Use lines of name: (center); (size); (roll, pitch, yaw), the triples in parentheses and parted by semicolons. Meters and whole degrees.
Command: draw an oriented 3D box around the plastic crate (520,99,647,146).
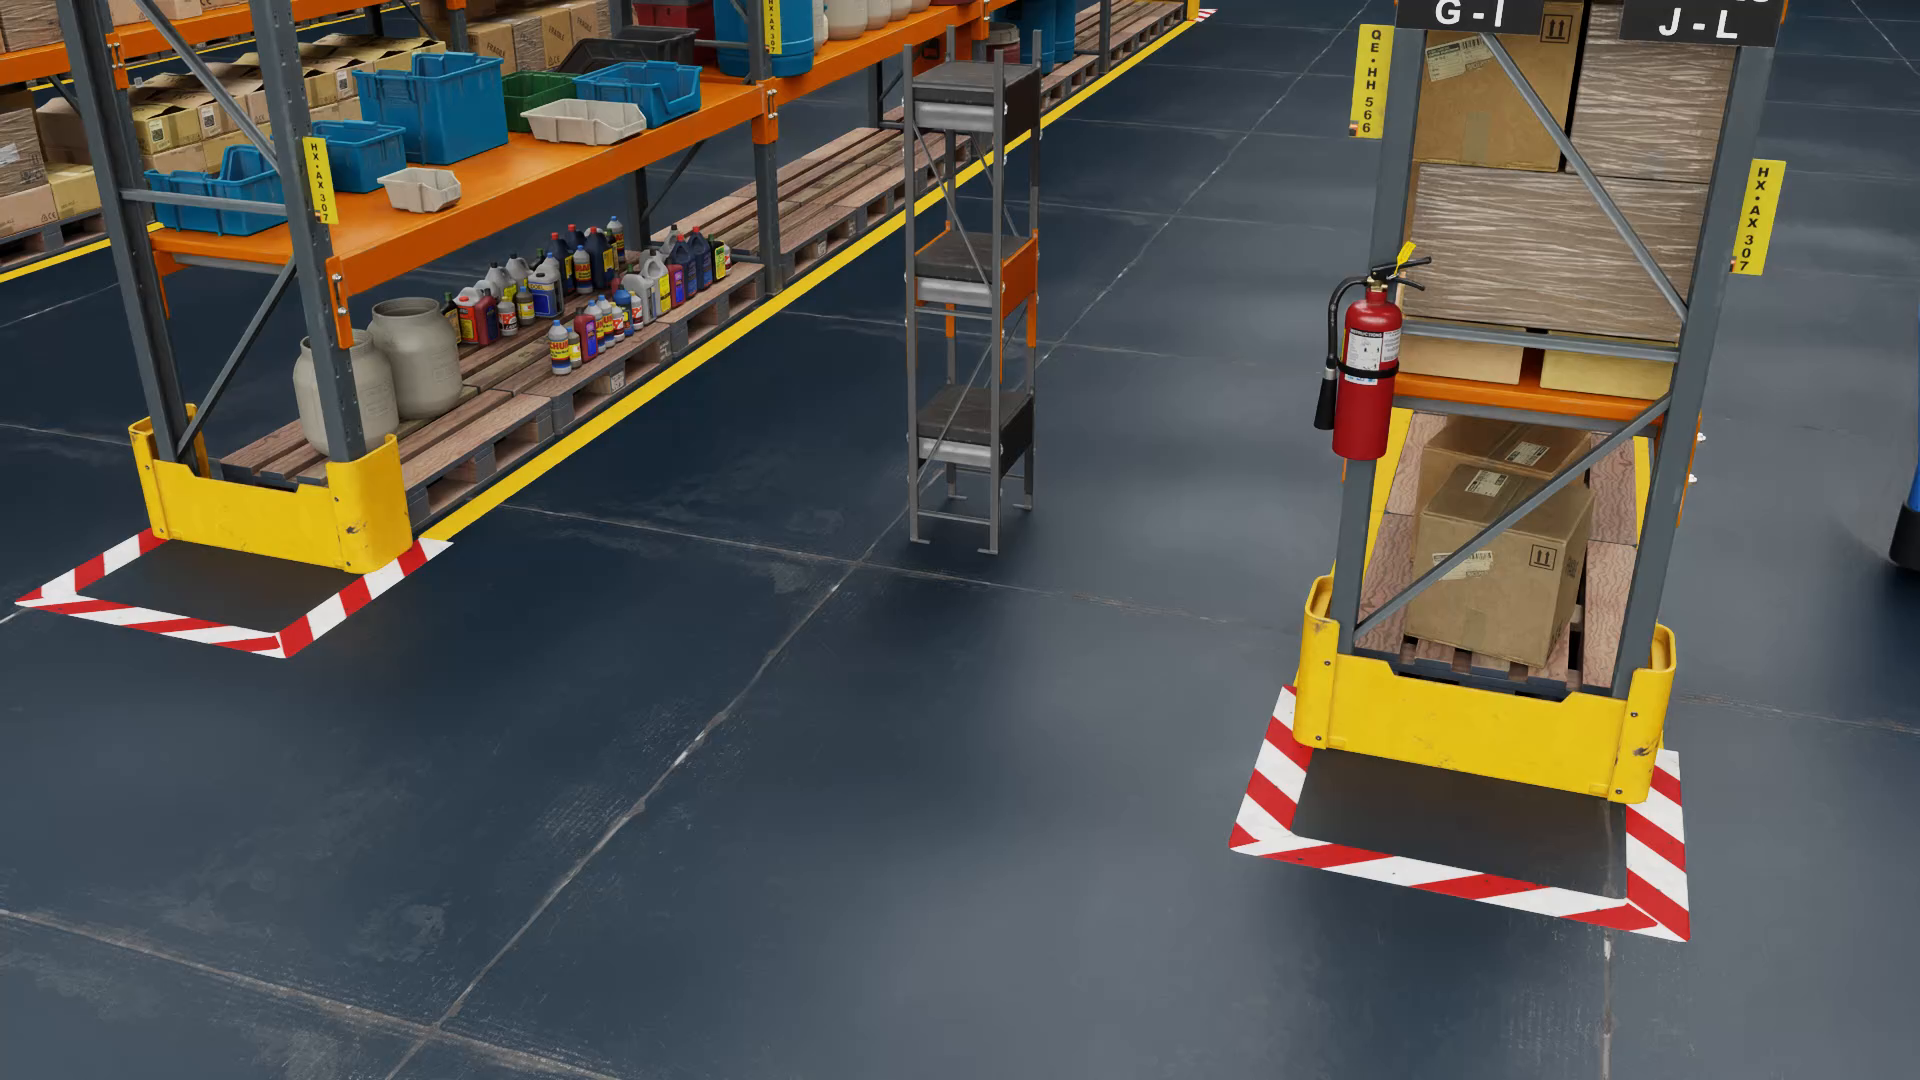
plastic crate: (-1.910, -2.138, 8.527); (0.530, 0.136, 0.437); (9, 27, 17)

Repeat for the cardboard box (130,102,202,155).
cardboard box: (-5.906, -3.018, 12.072); (0.500, 0.311, 0.500); (9, 27, 18)

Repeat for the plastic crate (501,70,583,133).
plastic crate: (-2.326, -2.349, 8.902); (0.450, 0.188, 0.662); (9, 27, 17)

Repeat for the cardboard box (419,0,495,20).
cardboard box: (-4.842, -5.177, 16.004); (0.500, 0.250, 0.500); (10, 28, 19)

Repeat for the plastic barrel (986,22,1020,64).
plastic barrel: (0.245, -4.376, 15.131); (0.600, 0.588, 0.708); (9, 27, 17)

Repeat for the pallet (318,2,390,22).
pallet: (-7.962, -6.731, 20.911); (1.003, 0.211, 1.213); (9, 27, 17)

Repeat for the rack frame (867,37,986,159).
rack frame: (-0.277, -4.605, 13.319); (1.000, 3.000, 0.127); (9, 27, 17)

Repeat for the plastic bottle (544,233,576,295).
plastic bottle: (-2.331, -1.618, 9.684); (0.144, 0.351, 0.185); (8, 27, 15)

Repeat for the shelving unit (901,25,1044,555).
shelving unit: (0.055, -1.013, 6.933); (0.431, 2.100, 0.503); (9, 27, 17)

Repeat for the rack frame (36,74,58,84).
rack frame: (-9.620, -6.042, 16.286); (1.000, 3.000, 0.127); (9, 27, 17)

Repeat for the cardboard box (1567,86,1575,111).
cardboard box: (2.201, -1.422, 6.289); (0.875, 0.500, 0.500); (9, 27, 17)

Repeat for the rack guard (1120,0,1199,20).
rack guard: (2.381, -6.779, 20.678); (1.175, 0.500, 0.348); (9, 27, 17)

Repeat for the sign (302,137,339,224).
sign: (-2.422, -1.360, 6.300); (0.100, 0.325, 0.005); (9, 27, 17)

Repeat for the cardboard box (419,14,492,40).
cardboard box: (-4.857, -4.816, 16.118); (0.500, 0.500, 0.500); (10, 28, 19)

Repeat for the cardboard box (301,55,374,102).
cardboard box: (-5.226, -3.856, 13.802); (0.500, 0.311, 0.500); (9, 27, 17)

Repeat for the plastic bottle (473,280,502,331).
plastic bottle: (-2.586, -1.264, 9.040); (0.152, 0.276, 0.135); (8, 27, 16)

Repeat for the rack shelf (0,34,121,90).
rack shelf: (-6.944, -2.535, 9.870); (1.077, 0.370, 4.000); (9, 27, 17)

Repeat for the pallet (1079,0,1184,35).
pallet: (2.074, -6.304, 20.028); (1.003, 0.211, 1.213); (9, 27, 17)

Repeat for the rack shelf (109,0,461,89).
rack shelf: (-5.612, -4.179, 13.265); (1.077, 0.370, 4.000); (9, 27, 17)

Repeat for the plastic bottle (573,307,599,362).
plastic bottle: (-1.950, -1.083, 8.657); (0.061, 0.283, 0.133); (9, 27, 18)

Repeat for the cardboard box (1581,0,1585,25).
cardboard box: (3.172, -2.647, 7.671); (0.500, 0.500, 0.500); (9, 27, 17)

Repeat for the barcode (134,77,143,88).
barcode: (-5.801, -3.230, 11.742); (0.001, 0.075, 0.075); (9, 27, 17)

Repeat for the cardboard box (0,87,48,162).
cardboard box: (-6.728, -2.825, 11.455); (0.500, 0.500, 0.500); (9, 27, 17)

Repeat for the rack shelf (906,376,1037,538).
rack shelf: (0.055, -0.371, 7.244); (0.431, 0.518, 0.480); (9, 27, 17)

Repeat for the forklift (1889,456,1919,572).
forklift: (5.293, -1.458, 6.897); (3.031, 2.935, 1.130); (-22, 34, -38)

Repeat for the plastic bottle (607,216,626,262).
plastic bottle: (-2.128, -1.864, 10.283); (0.097, 0.271, 0.097); (0, 26, 0)

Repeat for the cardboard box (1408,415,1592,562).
cardboard box: (2.122, -0.168, 6.541); (0.500, 0.500, 0.500); (17, 30, 31)

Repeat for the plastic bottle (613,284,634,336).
plastic bottle: (-1.827, -1.252, 9.021); (0.097, 0.271, 0.097); (0, 26, 0)

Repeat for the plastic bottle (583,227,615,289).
plastic bottle: (-2.132, -1.674, 9.801); (0.144, 0.351, 0.185); (9, 27, 17)

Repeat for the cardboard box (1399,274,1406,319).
cardboard box: (1.750, -0.846, 5.843); (0.380, 0.149, 0.250); (9, 27, 17)

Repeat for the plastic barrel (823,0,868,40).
plastic barrel: (-0.839, -3.685, 11.263); (0.433, 0.535, 0.433); (0, 26, 0)

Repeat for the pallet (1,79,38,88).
pallet: (-9.881, -4.466, 16.231); (1.003, 0.211, 1.213); (9, 27, 17)

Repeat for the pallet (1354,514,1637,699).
pallet: (2.060, 0.296, 6.396); (1.003, 0.211, 1.213); (9, 27, 17)

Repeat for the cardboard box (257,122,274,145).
cardboard box: (-5.569, -3.185, 13.060); (0.500, 0.250, 0.500); (8, 27, 16)

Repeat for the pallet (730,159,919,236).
pallet: (-0.979, -2.537, 12.248); (1.003, 0.211, 1.213); (9, 27, 17)

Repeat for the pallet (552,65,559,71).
pallet: (-4.255, -4.871, 17.067); (1.003, 0.211, 1.213); (9, 27, 17)

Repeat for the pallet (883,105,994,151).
pallet: (-0.054, -3.680, 14.608); (1.003, 0.211, 1.213); (9, 27, 17)

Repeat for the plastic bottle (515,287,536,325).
plastic bottle: (-2.406, -1.300, 9.199); (0.097, 0.201, 0.097); (0, 26, 0)

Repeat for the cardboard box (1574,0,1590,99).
cardboard box: (2.509, -1.825, 5.973); (0.500, 0.500, 0.500); (9, 27, 17)

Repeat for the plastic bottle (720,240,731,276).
plastic bottle: (-1.435, -1.705, 10.036); (0.097, 0.201, 0.097); (0, 26, 0)

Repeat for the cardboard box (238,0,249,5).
cardboard box: (-5.665, -4.461, 12.908); (0.500, 0.500, 0.500); (9, 27, 18)

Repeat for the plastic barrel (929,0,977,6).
plastic barrel: (-0.146, -4.431, 12.804); (0.600, 0.536, 0.708); (9, 27, 17)

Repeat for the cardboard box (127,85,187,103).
cardboard box: (-6.246, -3.307, 12.669); (0.500, 0.311, 0.500); (10, 27, 19)

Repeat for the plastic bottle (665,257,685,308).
plastic bottle: (-1.630, -1.478, 9.473); (0.061, 0.283, 0.133); (11, 28, 21)

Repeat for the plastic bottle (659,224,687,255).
plastic bottle: (-1.687, -1.681, 9.815); (0.144, 0.351, 0.185); (9, 27, 17)

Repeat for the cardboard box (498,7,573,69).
cardboard box: (-4.185, -4.965, 16.425); (0.500, 0.500, 0.500); (8, 27, 17)

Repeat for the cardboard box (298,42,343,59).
cardboard box: (-5.565, -4.139, 14.386); (0.500, 0.311, 0.500); (8, 27, 16)
